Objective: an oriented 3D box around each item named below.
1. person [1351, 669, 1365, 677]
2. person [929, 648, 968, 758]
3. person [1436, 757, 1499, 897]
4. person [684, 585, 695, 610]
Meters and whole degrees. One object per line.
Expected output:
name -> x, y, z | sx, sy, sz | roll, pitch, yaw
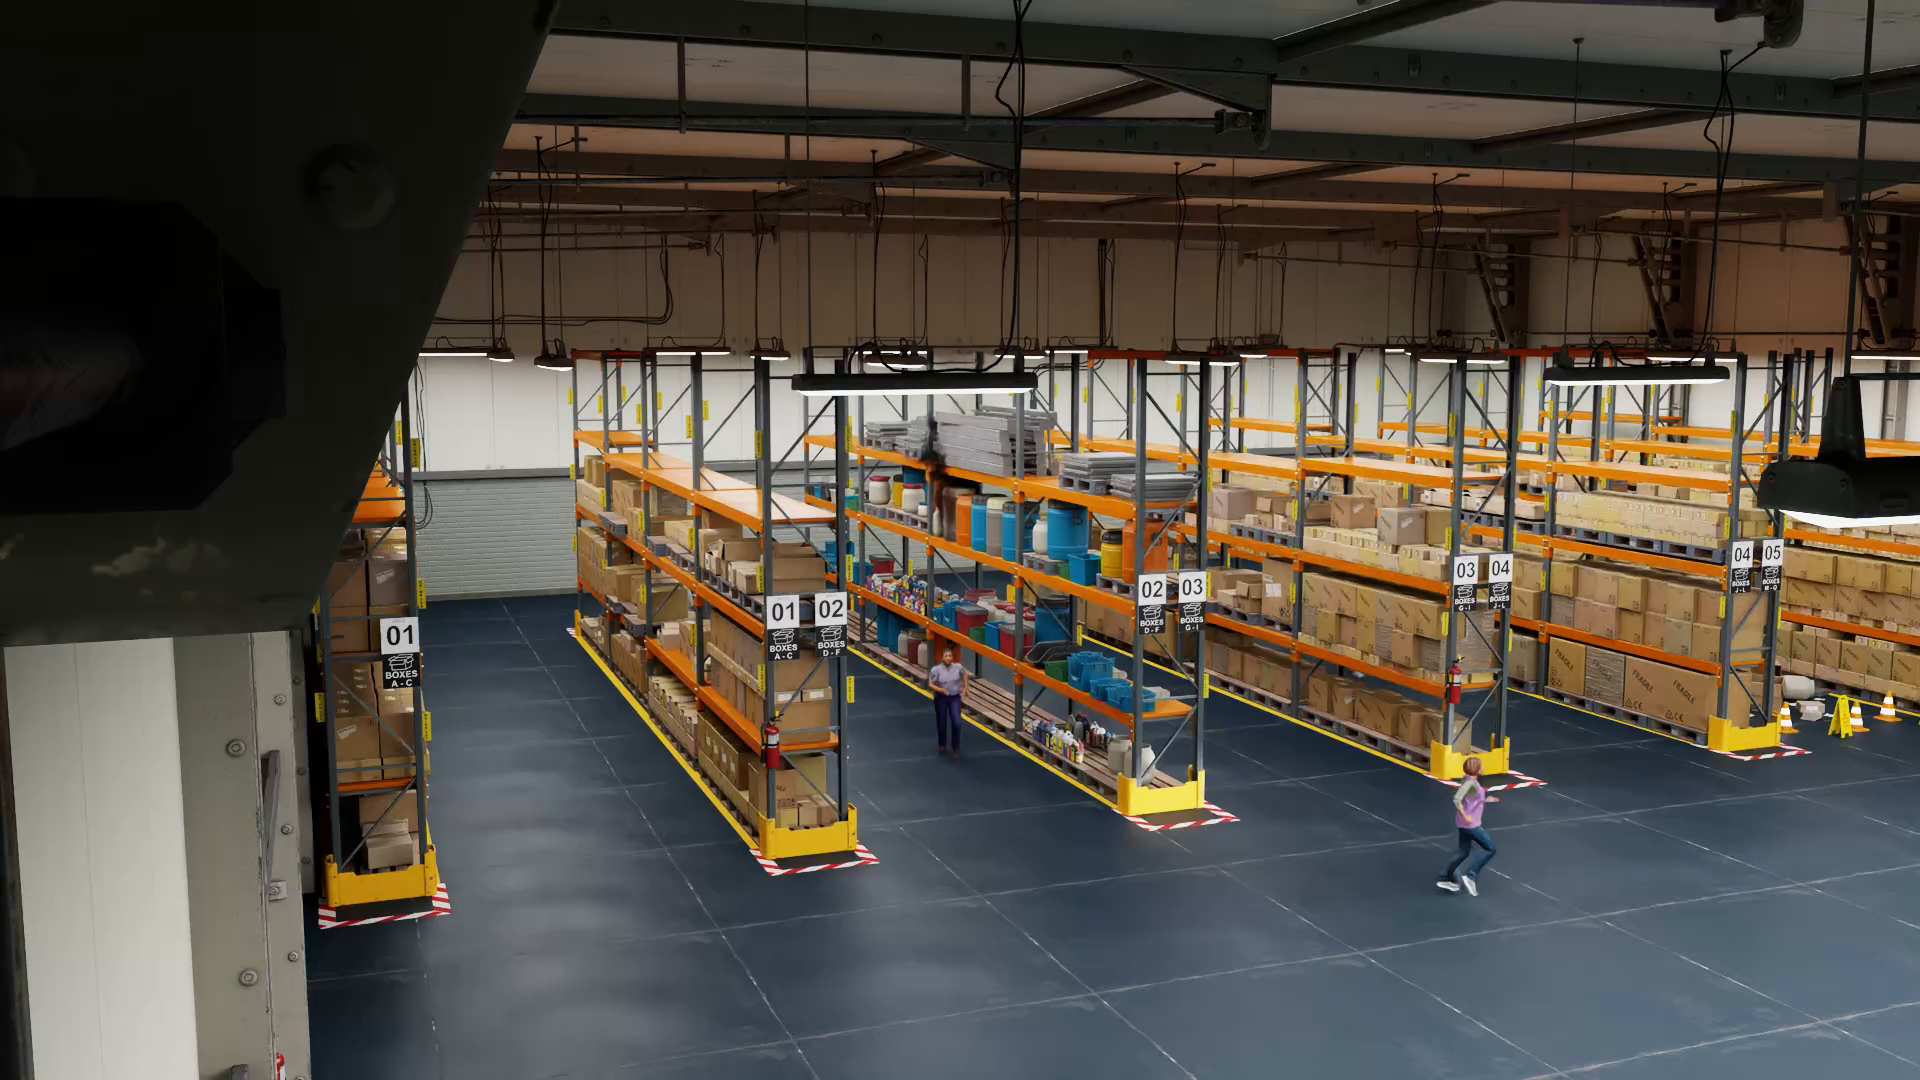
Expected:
person -> 7.243, 1.674, 30.855 | 0.587, 1.644, 0.901 | -3, 8, -25
person -> -0.167, 2.466, 24.874 | 0.617, 1.699, 0.707 | -1, 7, -8
person -> 5.741, 3.226, 18.774 | 0.658, 1.581, 0.529 | 1, 7, 7
person -> -6.075, 1.082, 36.016 | 0.546, 1.584, 0.687 | 6, 9, 38
